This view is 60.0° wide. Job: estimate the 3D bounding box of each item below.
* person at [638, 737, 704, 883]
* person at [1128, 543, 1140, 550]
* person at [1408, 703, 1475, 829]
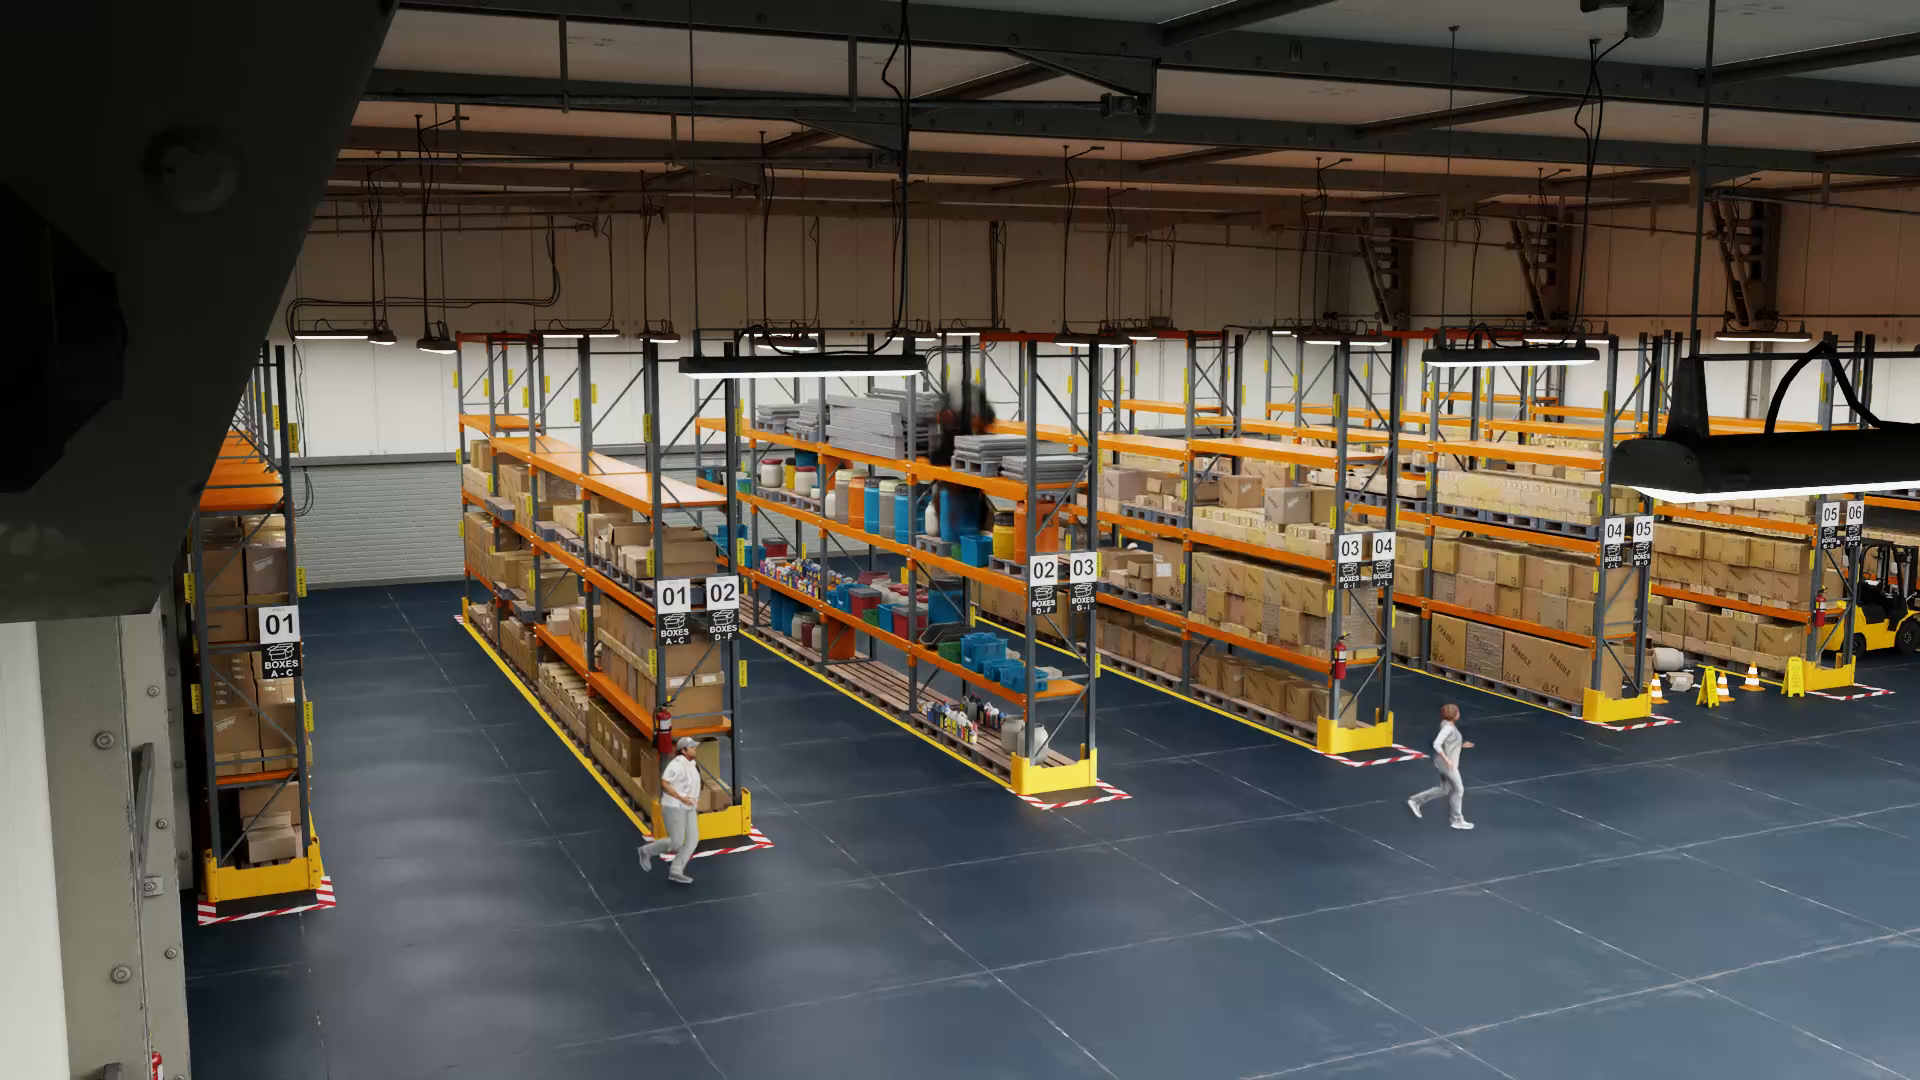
[{"bbox_3d":[-3.242,3.026,18.888,0.668,1.595,0.674,3,8,20],"label":"person"},{"bbox_3d":[3.564,0.913,33.891,0.713,1.728,0.565,-4,9,-29],"label":"person"},{"bbox_3d":[5.961,2.783,20.516,0.804,1.576,0.538,1,8,9],"label":"person"}]
